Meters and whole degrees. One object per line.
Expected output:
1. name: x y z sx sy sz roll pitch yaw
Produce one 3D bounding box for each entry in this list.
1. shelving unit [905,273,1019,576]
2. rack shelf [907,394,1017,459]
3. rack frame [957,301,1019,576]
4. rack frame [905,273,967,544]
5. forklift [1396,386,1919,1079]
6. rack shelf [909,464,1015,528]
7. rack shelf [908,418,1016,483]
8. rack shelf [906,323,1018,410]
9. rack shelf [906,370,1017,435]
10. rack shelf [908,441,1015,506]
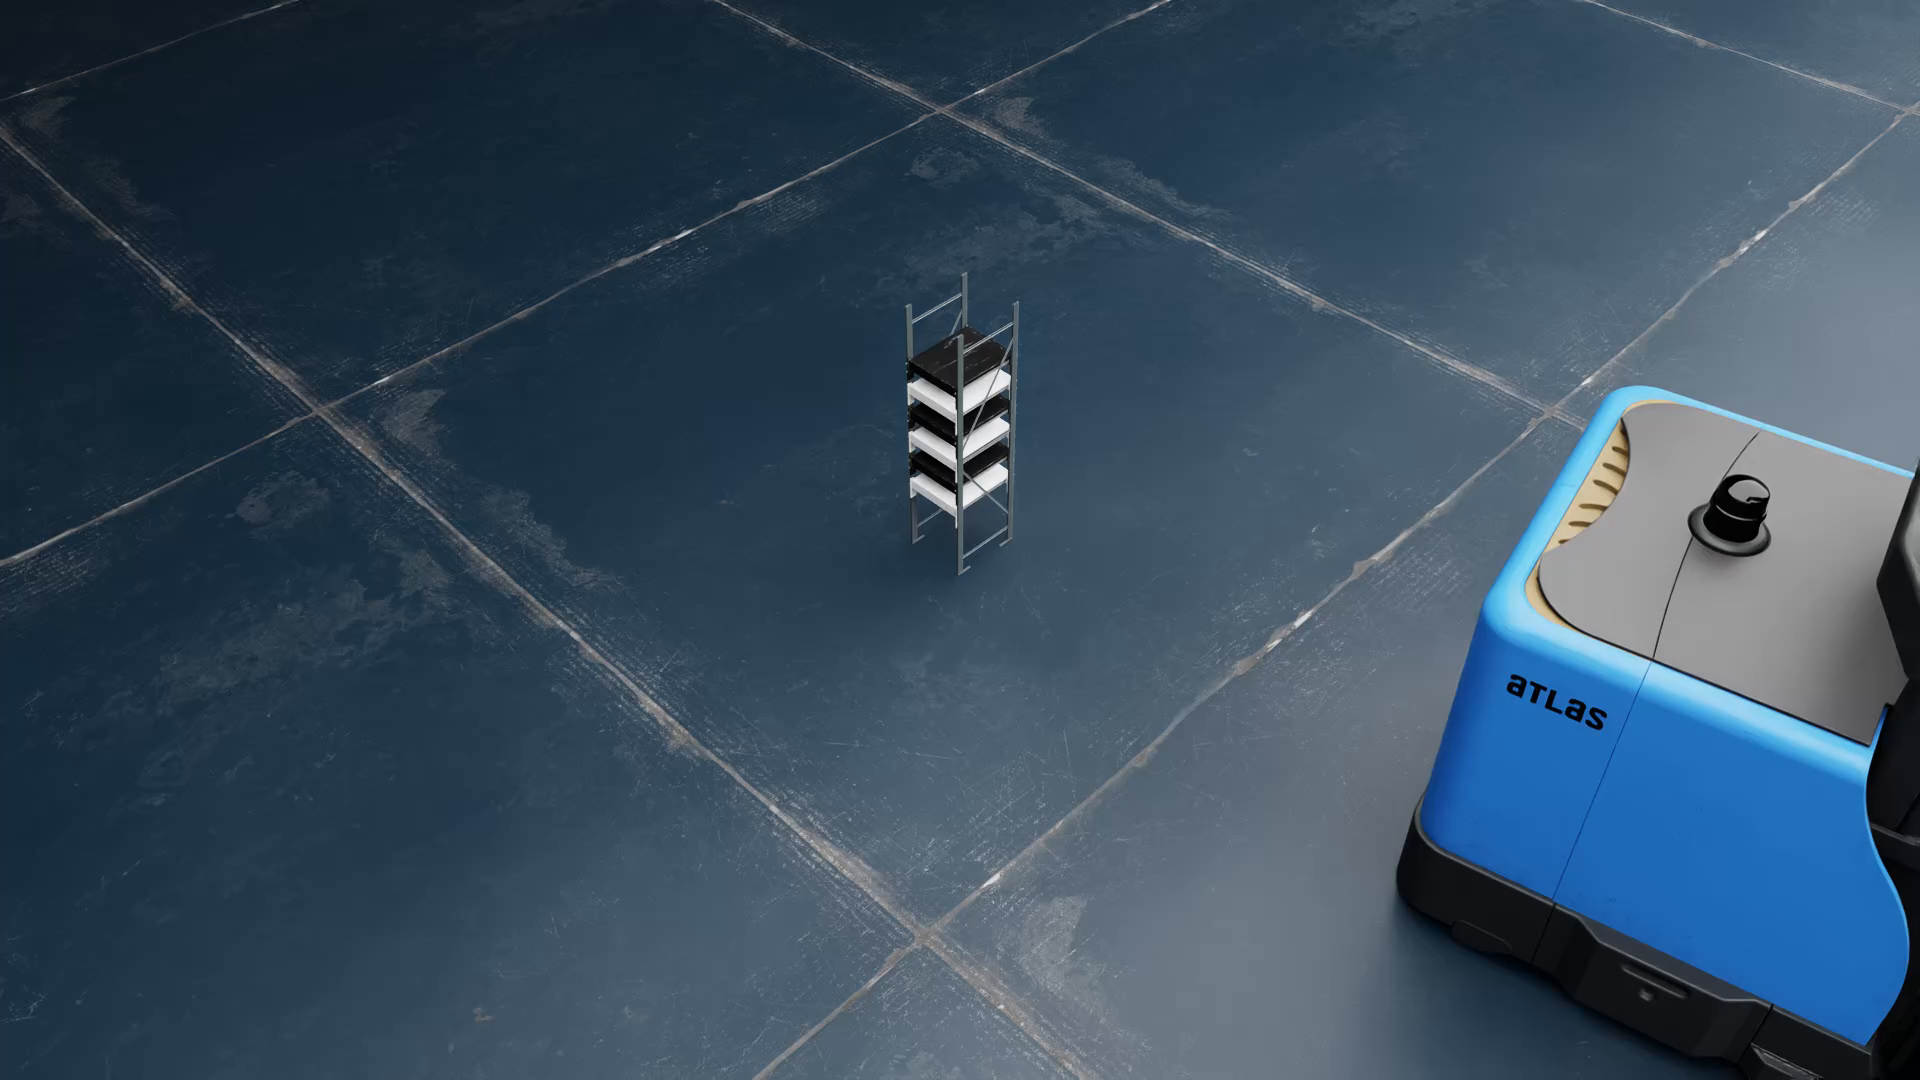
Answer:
1. shelving unit: 0.006 -0.327 4.940 0.258 0.900 0.210 -34 53 -31
2. rack shelf: 0.006 -0.368 4.902 0.258 0.077 0.200 -34 53 -31
3. rack frame: 0.078 -0.278 4.888 0.240 0.900 0.006 -34 53 -31
4. rack frame: -0.066 -0.375 4.993 0.240 0.900 0.006 -34 53 -31
5. forklift: 2.619 0.128 2.952 3.031 2.935 1.130 24 48 24
6. rack shelf: 0.006 -0.170 5.085 0.258 0.077 0.200 -34 53 -31
7. rack shelf: 0.006 -0.302 4.963 0.258 0.077 0.200 -34 53 -31
8. rack shelf: 0.006 -0.500 4.780 0.258 0.077 0.200 -34 53 -31
9. rack shelf: 0.006 -0.434 4.841 0.258 0.077 0.200 -34 53 -31
10. rack shelf: 0.006 -0.236 5.024 0.258 0.077 0.200 -34 53 -31
